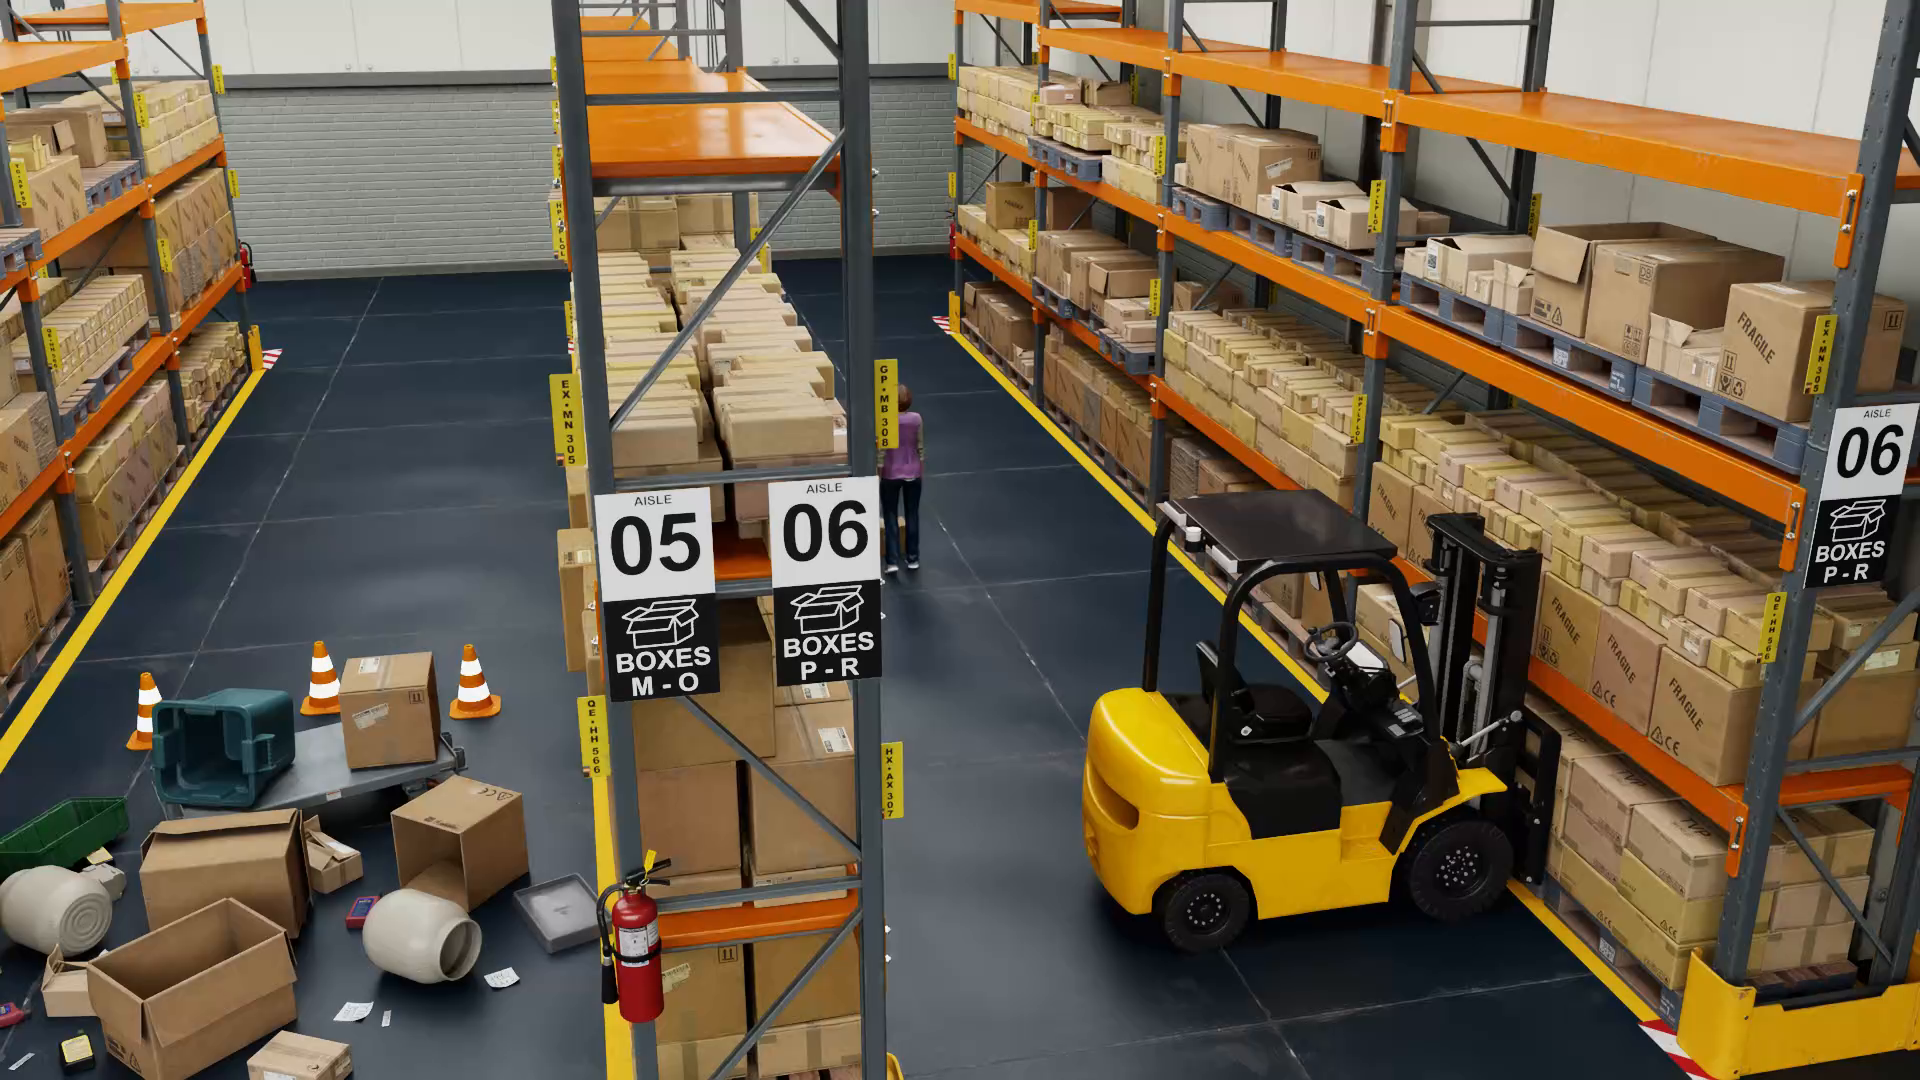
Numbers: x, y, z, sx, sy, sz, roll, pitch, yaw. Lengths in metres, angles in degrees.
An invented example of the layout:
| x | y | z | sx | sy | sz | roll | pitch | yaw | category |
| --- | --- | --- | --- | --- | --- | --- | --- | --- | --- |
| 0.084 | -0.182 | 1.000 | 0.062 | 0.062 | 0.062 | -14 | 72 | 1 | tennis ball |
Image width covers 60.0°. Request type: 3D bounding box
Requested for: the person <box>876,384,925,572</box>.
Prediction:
| x | y | z | sx | sy | sz | roll | pitch | yaw | category |
| --- | --- | --- | --- | --- | --- | --- | --- | --- | --- |
| -0.496 | -0.495 | 13.768 | 0.414 | 1.649 | 0.357 | -4 | 20 | -11 | person |
